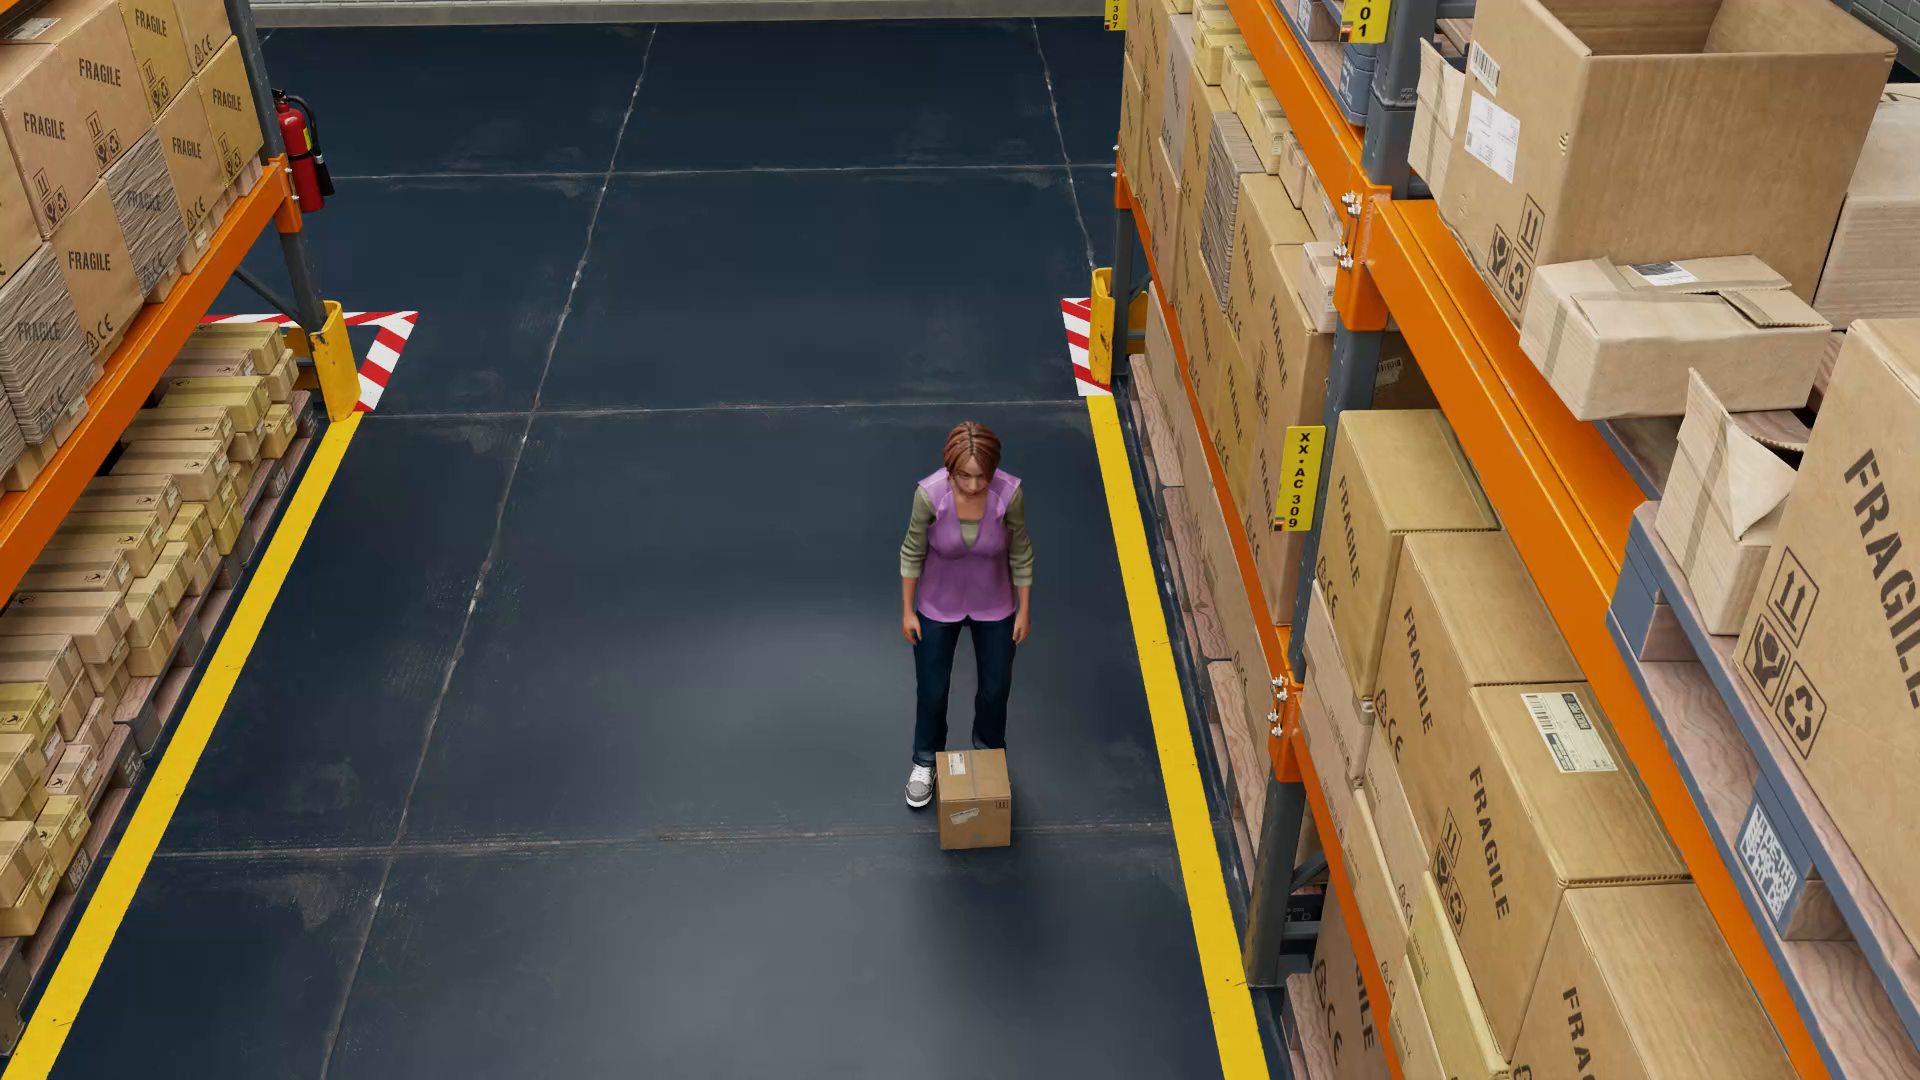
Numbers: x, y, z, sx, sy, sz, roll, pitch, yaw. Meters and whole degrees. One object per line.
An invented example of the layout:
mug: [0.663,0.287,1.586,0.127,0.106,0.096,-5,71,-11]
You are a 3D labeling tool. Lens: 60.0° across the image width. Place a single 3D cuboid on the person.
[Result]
person: [0.024,0.252,5.806,0.460,1.592,0.343,-1,36,-2]
